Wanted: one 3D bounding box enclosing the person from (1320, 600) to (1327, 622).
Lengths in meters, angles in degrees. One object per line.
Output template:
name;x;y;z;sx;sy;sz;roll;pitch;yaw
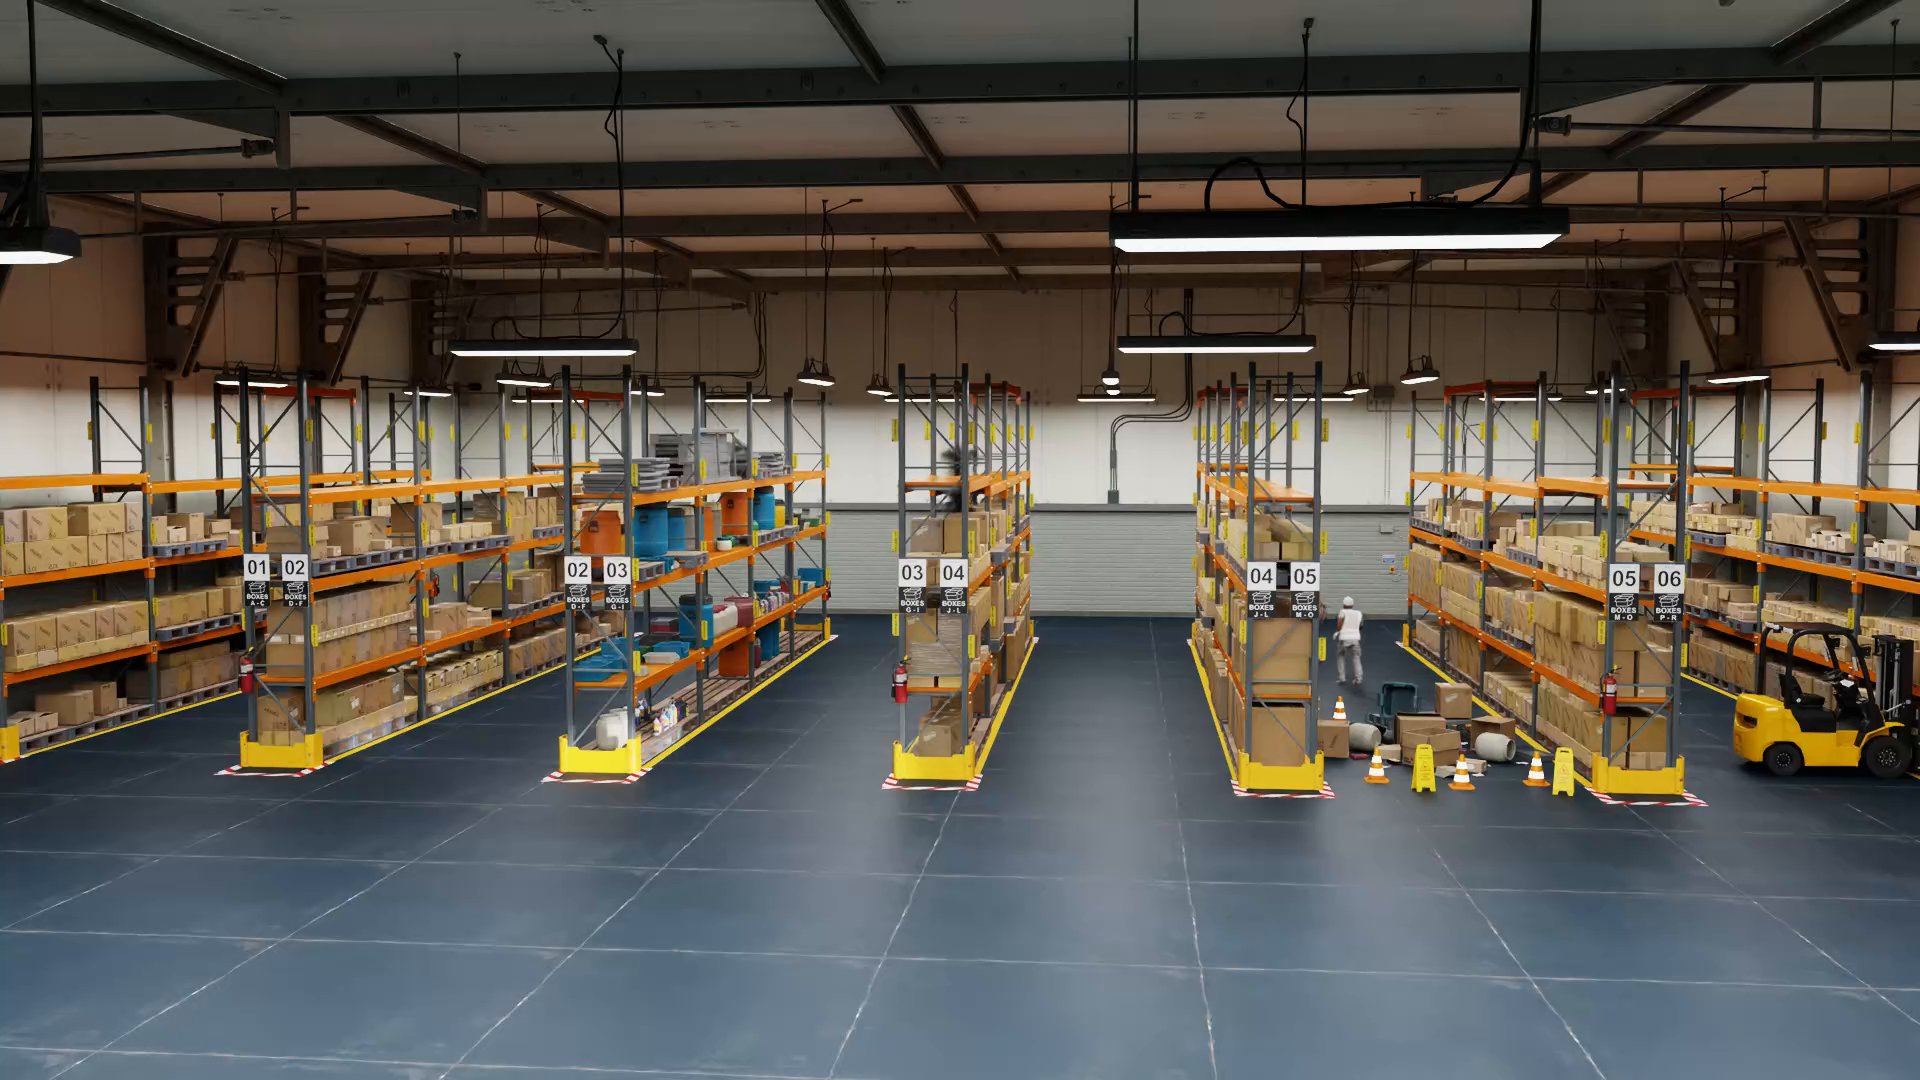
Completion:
person;7.886;1.838;37.165;0.616;1.553;0.548;-1;4;-13

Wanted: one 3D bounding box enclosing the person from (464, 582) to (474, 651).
person;-10.795;1.792;36.843;0.728;1.732;0.721;0;4;-6

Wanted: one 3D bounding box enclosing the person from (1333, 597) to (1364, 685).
person;7.712;2.017;32.955;0.704;1.751;1.000;0;4;-5

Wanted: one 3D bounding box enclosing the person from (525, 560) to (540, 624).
person;-10.988;1.375;42.362;0.976;1.749;0.692;0;4;7
